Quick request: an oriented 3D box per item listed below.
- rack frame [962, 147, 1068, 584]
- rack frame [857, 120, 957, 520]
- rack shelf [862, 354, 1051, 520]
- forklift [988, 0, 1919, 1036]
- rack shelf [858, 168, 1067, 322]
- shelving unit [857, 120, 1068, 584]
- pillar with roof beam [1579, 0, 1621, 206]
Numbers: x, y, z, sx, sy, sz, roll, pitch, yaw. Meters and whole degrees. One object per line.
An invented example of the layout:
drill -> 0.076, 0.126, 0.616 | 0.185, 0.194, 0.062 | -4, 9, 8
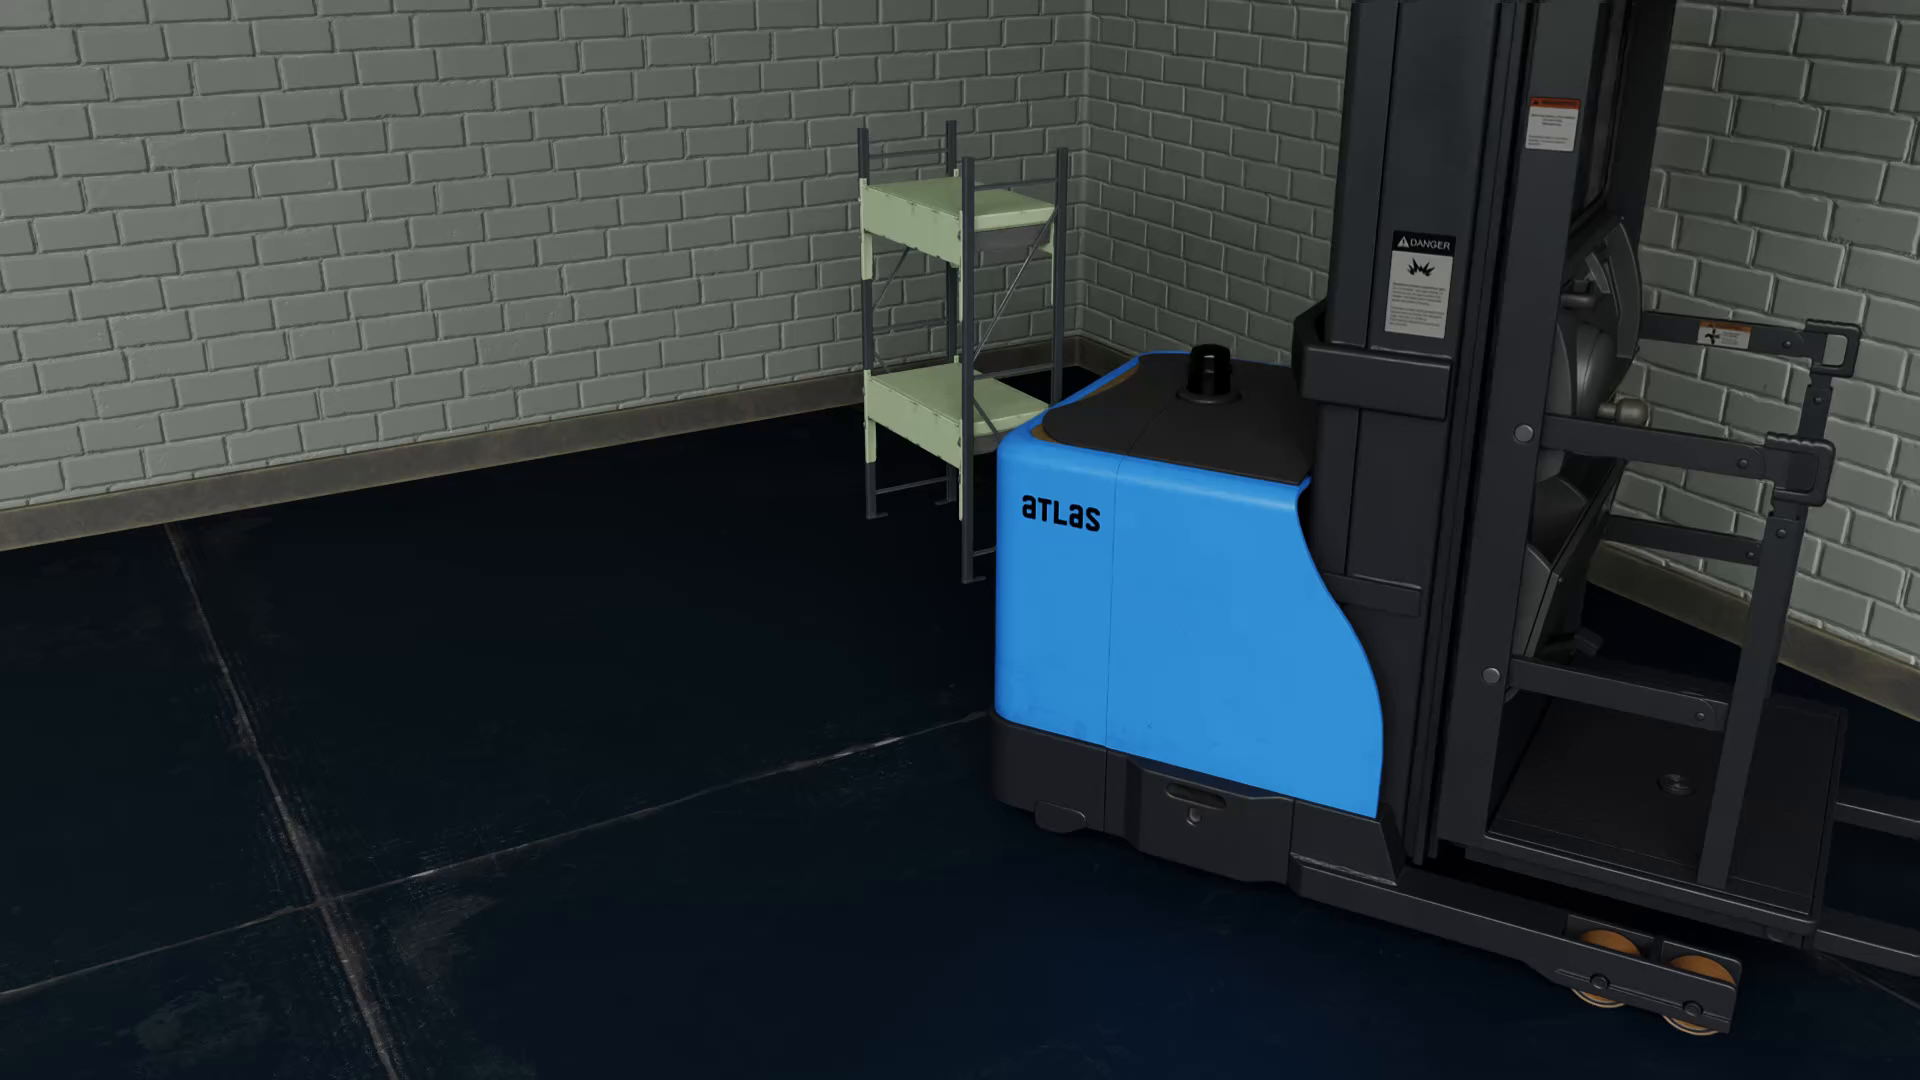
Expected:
rack frame -> 0.184, -0.578, 5.743 | 0.400, 1.500, 0.023 | -13, 25, -28
rack frame -> -0.190, -0.815, 6.326 | 0.400, 1.500, 0.023 | -13, 25, -28
rack shelf -> -0.003, -0.395, 6.157 | 0.431, 0.370, 0.720 | -13, 25, -28
forklift -> 1.615, -0.503, 3.656 | 3.031, 2.935, 1.130 | 12, 25, 27
rack shelf -> -0.003, -1.058, 5.887 | 0.431, 0.370, 0.720 | -13, 25, -28
shelving unit -> -0.003, -0.697, 6.034 | 0.431, 1.500, 0.755 | -13, 25, -28
pillar with roof beam -> -1.682, -3.249, 2.354 | 9.100, 9.000, 0.400 | -13, 25, -28
